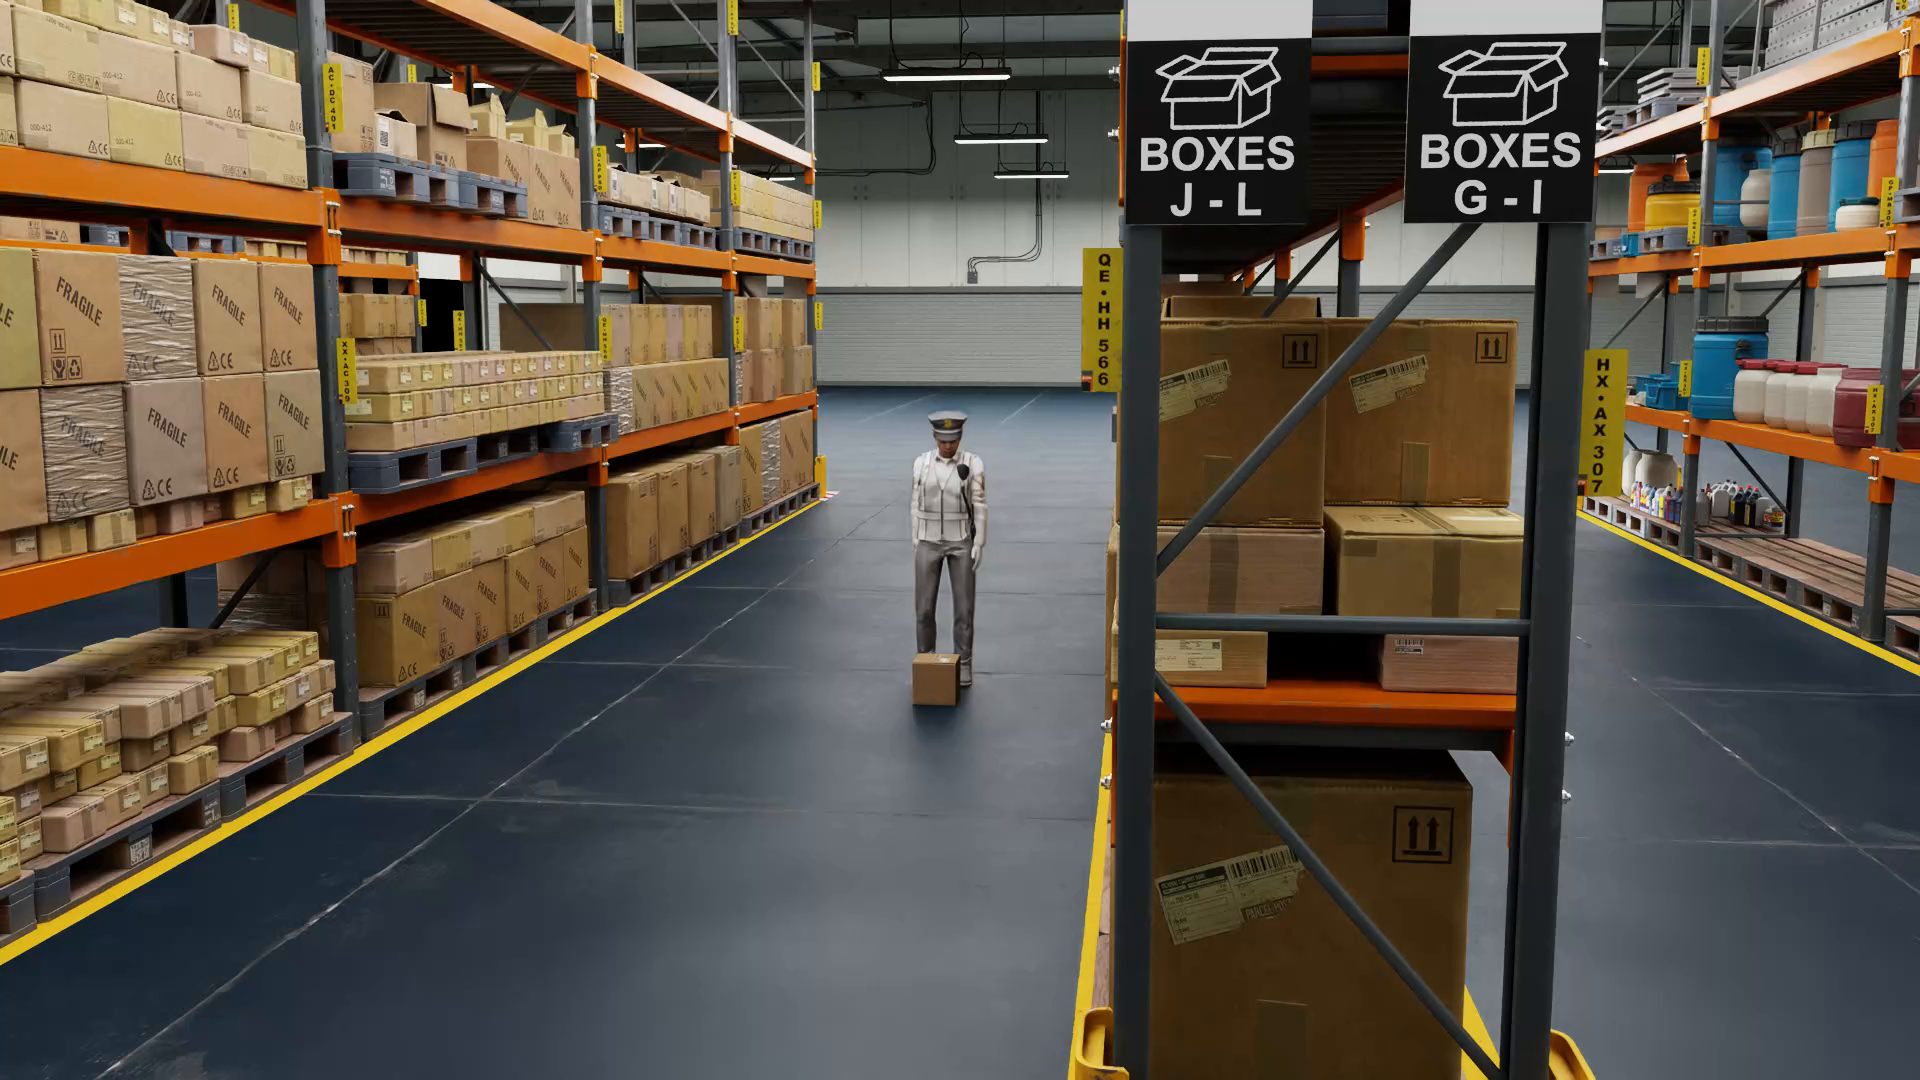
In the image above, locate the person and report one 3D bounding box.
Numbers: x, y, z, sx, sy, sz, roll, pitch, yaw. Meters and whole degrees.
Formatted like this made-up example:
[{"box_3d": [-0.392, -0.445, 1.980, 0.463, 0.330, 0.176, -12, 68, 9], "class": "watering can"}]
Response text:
[{"box_3d": [-0.067, 0.051, 9.978, 0.476, 1.661, 0.338, 1, 8, 6], "class": "person"}]
